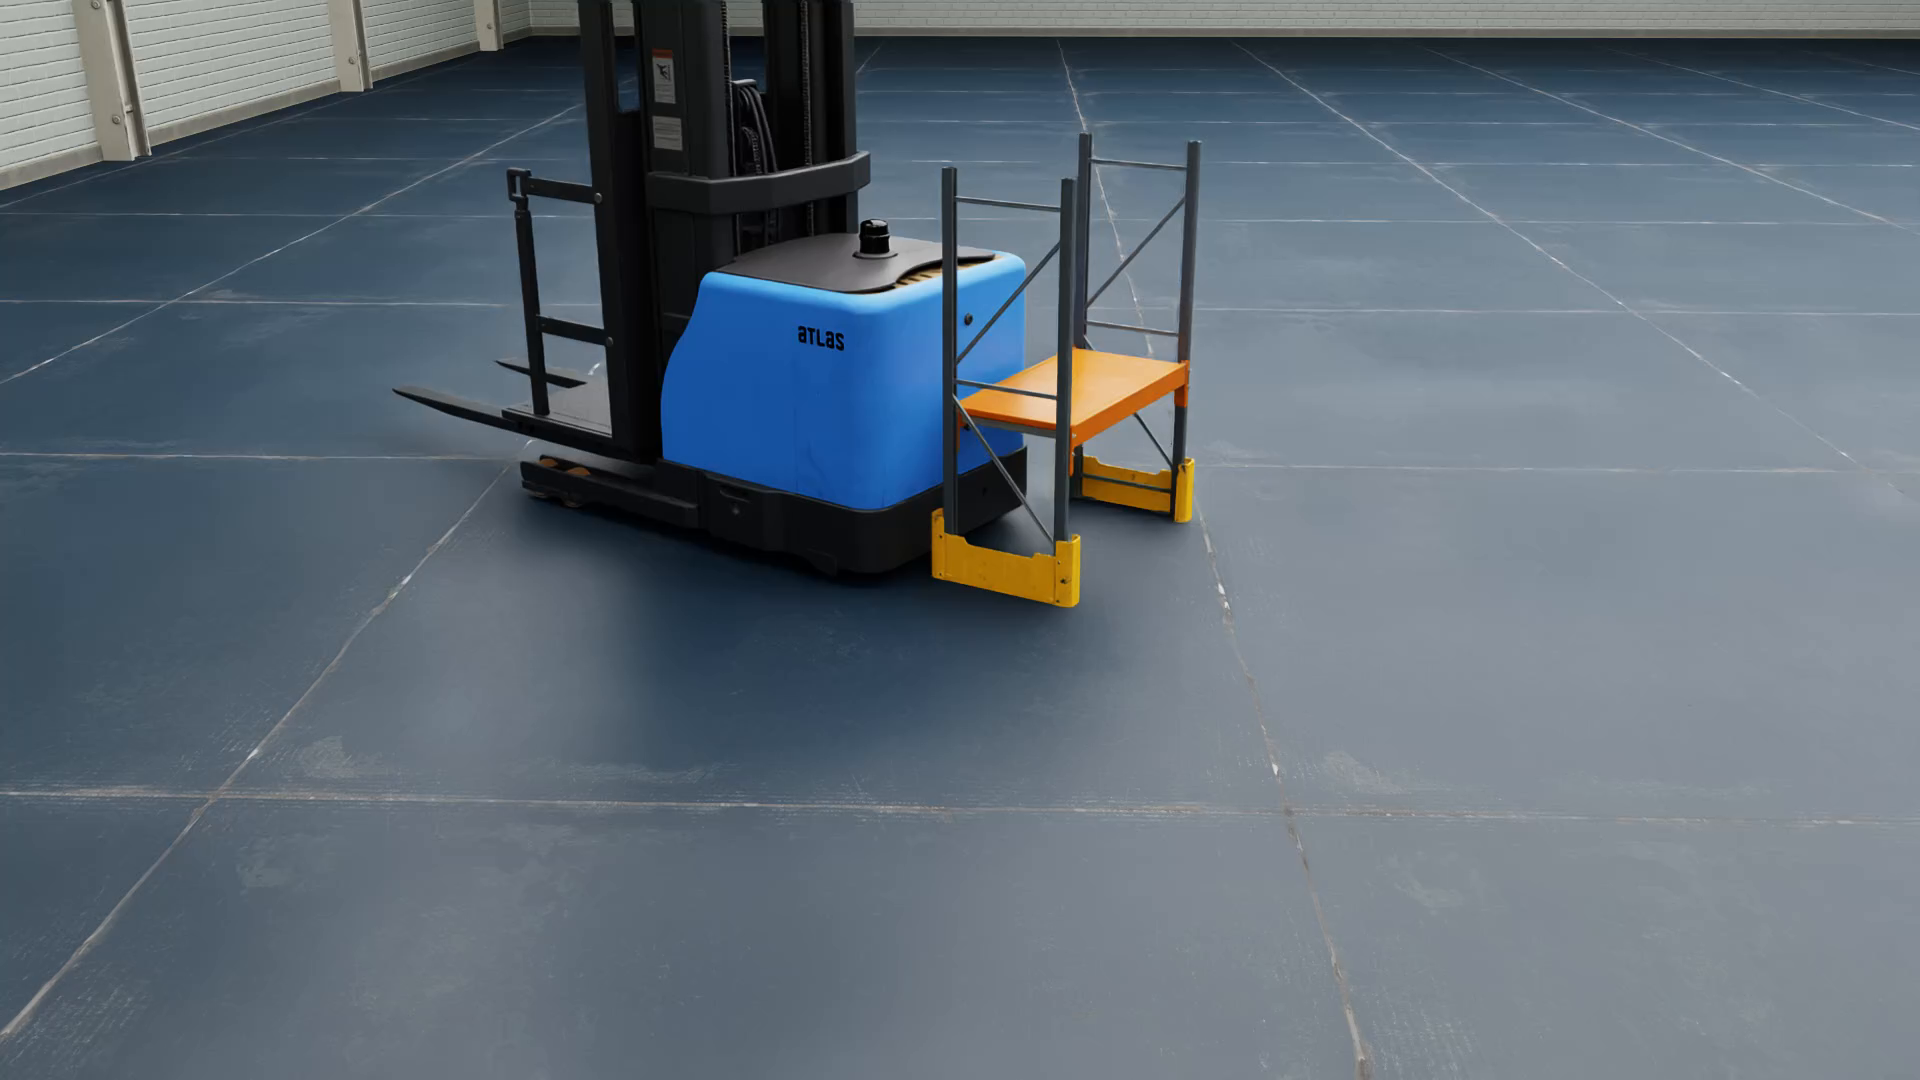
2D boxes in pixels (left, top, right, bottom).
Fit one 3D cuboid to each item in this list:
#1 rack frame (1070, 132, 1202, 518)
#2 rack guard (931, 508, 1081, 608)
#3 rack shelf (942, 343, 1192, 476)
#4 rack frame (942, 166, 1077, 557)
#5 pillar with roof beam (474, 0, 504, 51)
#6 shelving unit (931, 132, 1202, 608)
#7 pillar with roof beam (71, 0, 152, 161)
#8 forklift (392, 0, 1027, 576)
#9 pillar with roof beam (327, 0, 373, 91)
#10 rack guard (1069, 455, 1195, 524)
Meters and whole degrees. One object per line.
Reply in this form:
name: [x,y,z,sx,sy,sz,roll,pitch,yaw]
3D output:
rack frame: [0.684,-0.836,6.610,0.500,1.500,0.032,12,24,29]
rack guard: [0.161,0.061,6.025,0.587,0.250,0.087,12,24,29]
rack shelf: [0.422,-0.511,6.269,0.538,0.185,1.000,12,24,29]
rack frame: [0.160,-0.521,5.798,0.500,1.500,0.032,12,24,29]
pillar with roof beam: [-3.371,-12.174,25.464,9.100,9.000,0.400,1,21,2]
shelving unit: [0.417,-0.676,6.197,0.587,1.500,1.083,12,24,29]
pillar with roof beam: [-3.736,-7.835,14.282,9.100,9.000,0.400,1,21,2]
forklift: [-1.222,-1.637,6.697,3.031,2.935,1.130,15,26,33]
pillar with roof beam: [-3.553,-10.005,19.873,9.100,9.000,0.400,1,21,2]
rack guard: [0.674,-0.247,6.821,0.587,0.250,0.087,12,24,29]
